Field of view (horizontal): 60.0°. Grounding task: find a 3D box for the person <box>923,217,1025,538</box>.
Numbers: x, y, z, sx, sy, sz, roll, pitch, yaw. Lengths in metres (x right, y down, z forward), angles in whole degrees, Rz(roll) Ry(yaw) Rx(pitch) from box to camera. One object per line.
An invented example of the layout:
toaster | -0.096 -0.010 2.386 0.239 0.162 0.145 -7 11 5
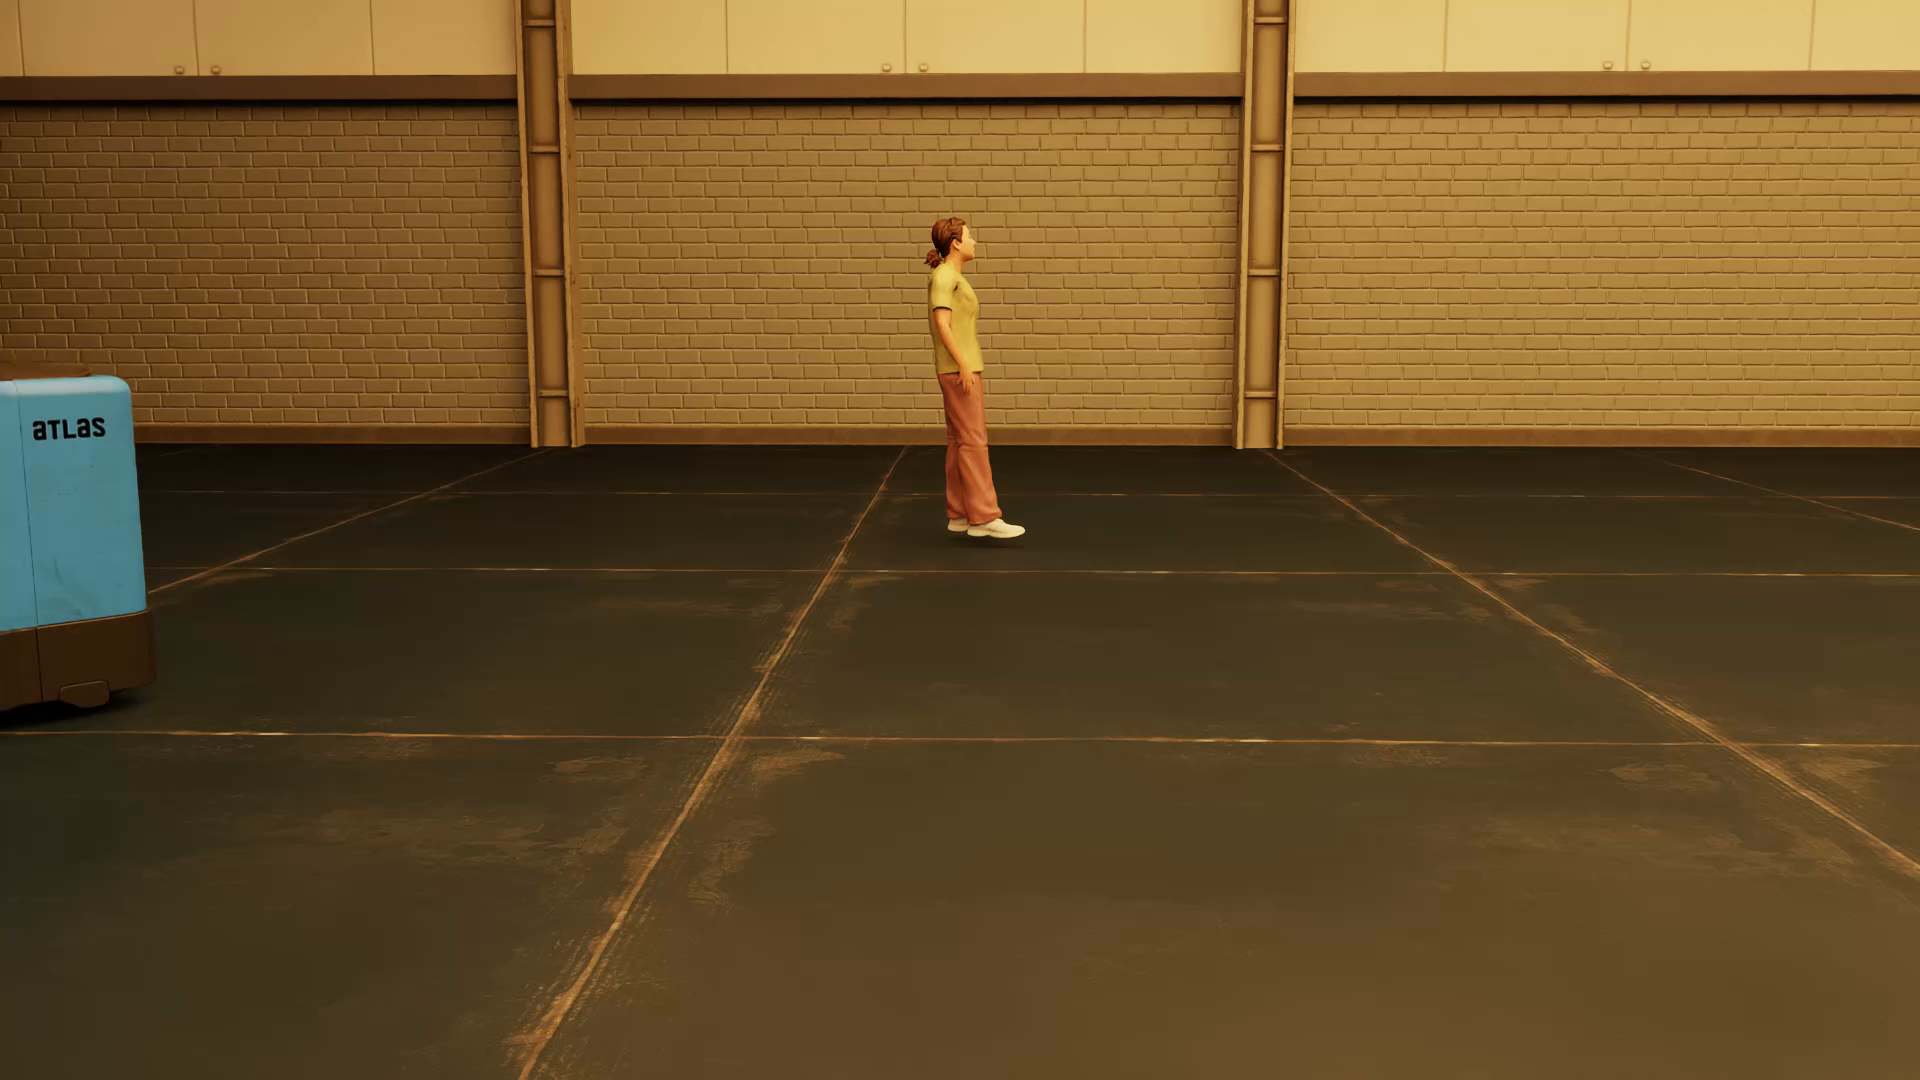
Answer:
person | 0.074 -0.873 8.855 0.547 1.673 0.553 0 9 1

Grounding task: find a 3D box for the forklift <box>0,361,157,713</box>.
forklift | -4.028 -0.799 4.526 1.130 2.935 3.031 8 12 43
